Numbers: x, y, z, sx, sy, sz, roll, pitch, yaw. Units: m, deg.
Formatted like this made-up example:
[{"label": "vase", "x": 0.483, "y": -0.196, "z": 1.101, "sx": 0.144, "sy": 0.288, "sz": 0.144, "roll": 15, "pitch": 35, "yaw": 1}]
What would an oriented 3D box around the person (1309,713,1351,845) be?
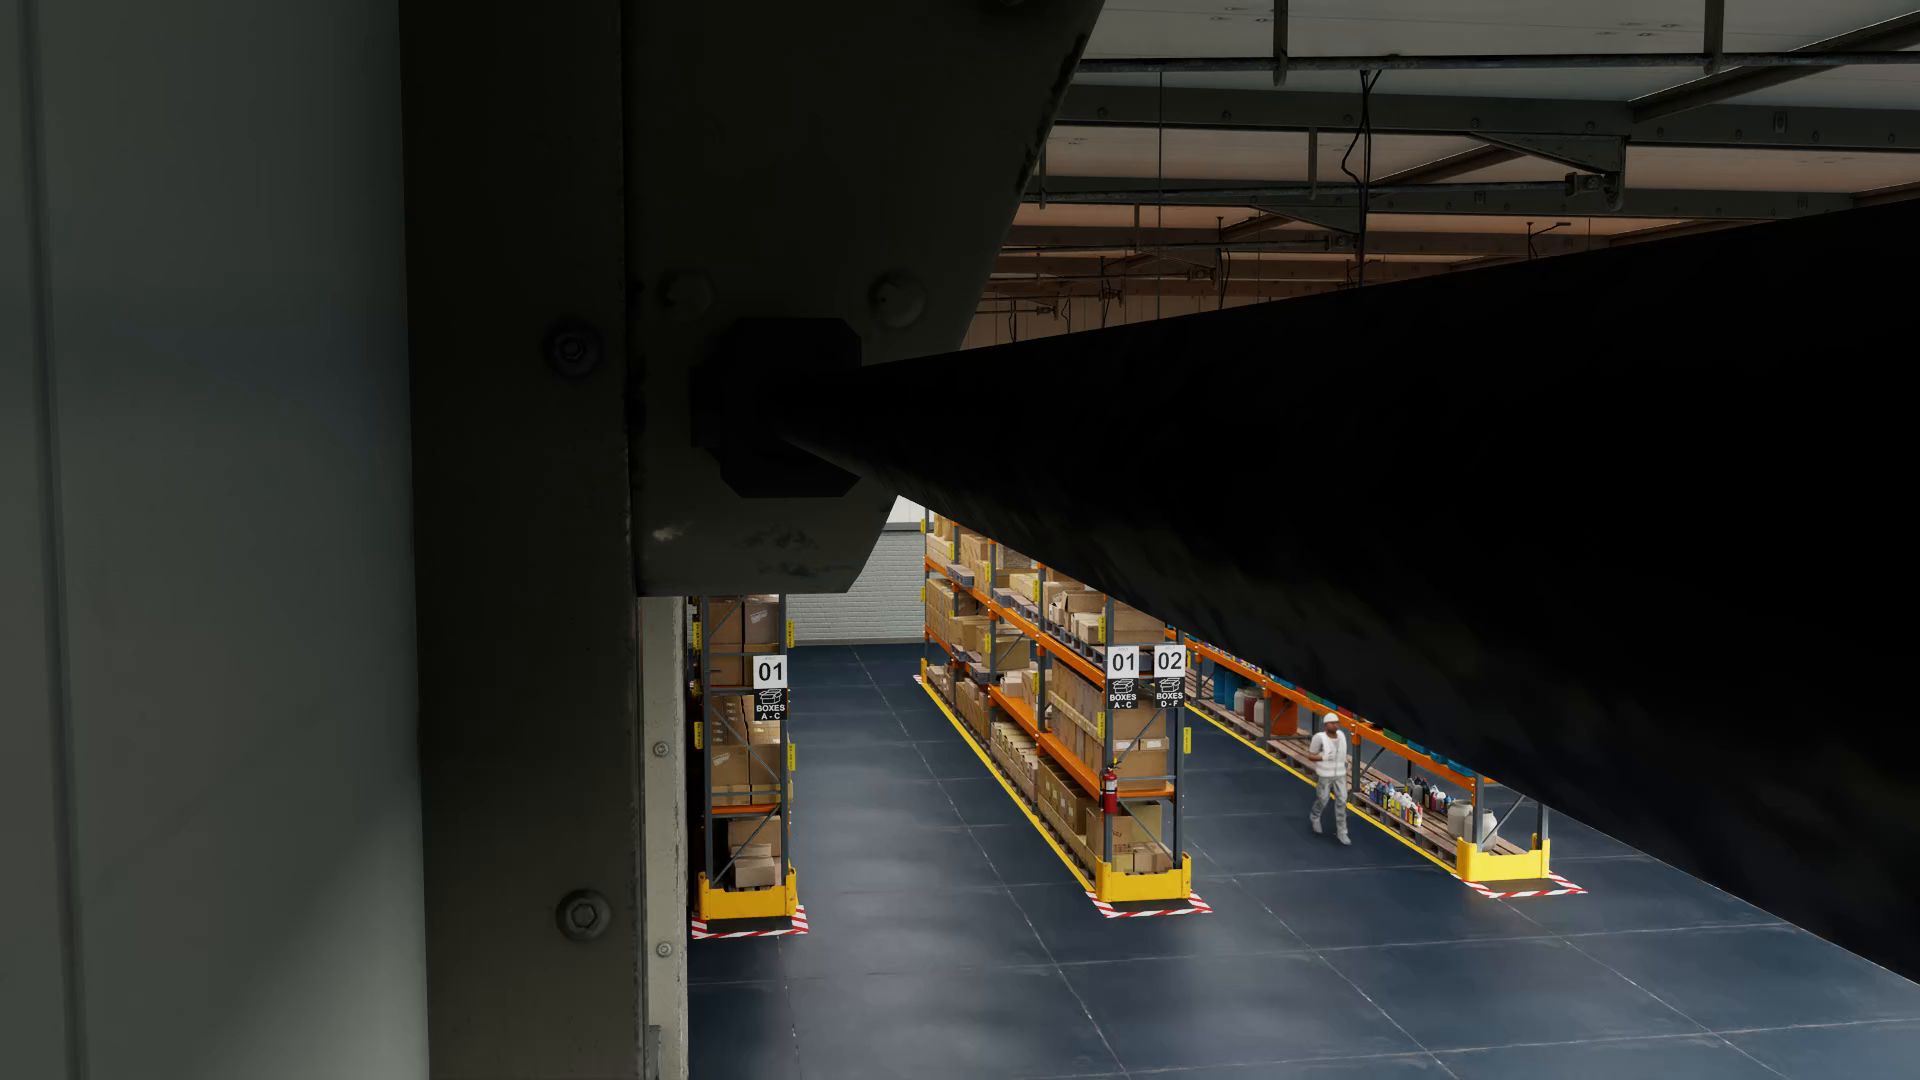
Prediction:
[{"label": "person", "x": 5.244, "y": 3.329, "z": 23.504, "sx": 0.677, "sy": 1.778, "sz": 0.961, "roll": -1, "pitch": 5, "yaw": -13}]
